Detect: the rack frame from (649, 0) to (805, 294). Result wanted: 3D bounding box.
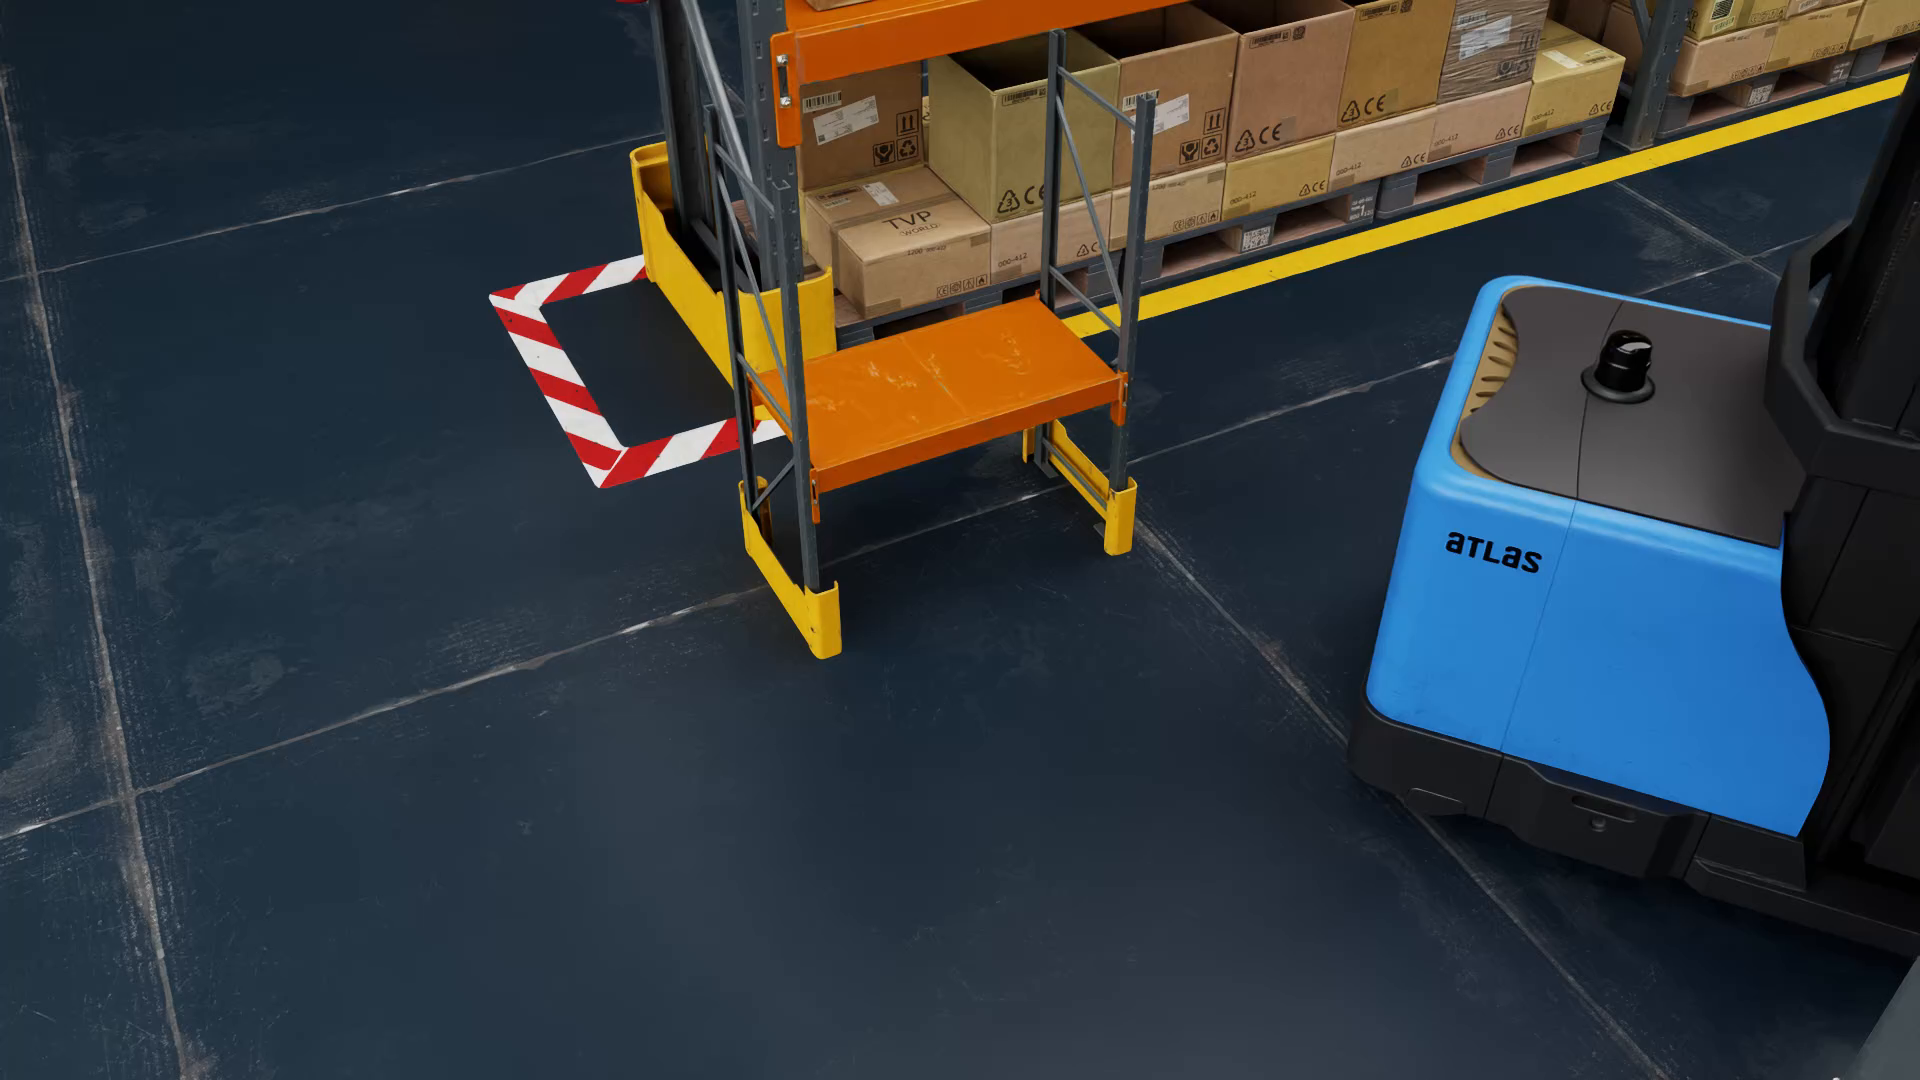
[{"bbox_3d":[-0.804,-1.935,5.214,0.127,3.000,1.000,-19,44,-21],"label":"rack frame"}]

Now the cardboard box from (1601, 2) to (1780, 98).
[{"bbox_3d":[3.216,-2.218,7.352,0.500,0.250,0.500,-20,44,-22],"label":"cardboard box"}]

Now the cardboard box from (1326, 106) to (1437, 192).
[{"bbox_3d":[1.549,-1.675,6.710,0.500,0.250,0.500,-19,44,-21],"label":"cardboard box"}]

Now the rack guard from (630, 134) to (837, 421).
[{"bbox_3d":[-0.825,-0.974,6.014,0.348,0.500,1.175,-19,44,-21],"label":"rack guard"}]

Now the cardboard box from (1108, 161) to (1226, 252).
[{"bbox_3d":[0.660,-1.379,6.360,0.500,0.250,0.500,-19,44,-21],"label":"cardboard box"}]

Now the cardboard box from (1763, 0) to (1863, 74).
[{"bbox_3d":[3.670,-2.370,7.531,0.500,0.250,0.500,-18,43,-20],"label":"cardboard box"}]

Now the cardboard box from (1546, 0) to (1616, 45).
[{"bbox_3d":[2.978,-2.530,7.720,0.500,0.250,0.500,-19,44,-21],"label":"cardboard box"}]

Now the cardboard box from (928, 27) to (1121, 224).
[{"bbox_3d":[0.217,-1.515,5.941,0.500,0.500,0.500,-19,44,-21],"label":"cardboard box"}]

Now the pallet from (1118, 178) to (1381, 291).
[{"bbox_3d":[0.936,-1.485,6.840,1.213,0.211,1.003,-19,44,-21],"label":"pallet"}]

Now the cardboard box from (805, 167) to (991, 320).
[{"bbox_3d":[-0.225,-1.079,6.006,0.500,0.250,0.500,-19,44,-21],"label":"cardboard box"}]

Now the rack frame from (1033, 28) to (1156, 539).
[{"bbox_3d":[0.375,-0.699,4.915,0.032,1.500,0.500,-19,44,-21],"label":"rack frame"}]

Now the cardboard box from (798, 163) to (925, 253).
[{"bbox_3d":[-0.464,-1.375,6.356,0.500,0.250,0.500,-19,44,-21],"label":"cardboard box"}]

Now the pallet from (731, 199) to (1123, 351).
[{"bbox_3d":[-0.145,-1.123,6.413,1.213,0.211,1.003,-19,44,-21],"label":"pallet"}]

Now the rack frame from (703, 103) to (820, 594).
[{"bbox_3d":[-0.527,-0.395,4.556,0.032,1.500,0.500,-19,44,-21],"label":"rack frame"}]

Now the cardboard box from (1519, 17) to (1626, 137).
[{"bbox_3d":[2.434,-1.976,7.066,0.500,0.250,0.500,-19,44,-21],"label":"cardboard box"}]

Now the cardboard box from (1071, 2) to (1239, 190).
[{"bbox_3d":[0.655,-1.672,6.126,0.500,0.500,0.500,-19,44,-21],"label":"cardboard box"}]

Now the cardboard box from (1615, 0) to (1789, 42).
[{"bbox_3d":[3.226,-2.434,7.173,0.500,0.311,0.500,-18,44,-20],"label":"cardboard box"}]

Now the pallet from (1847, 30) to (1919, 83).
[{"bbox_3d":[4.463,-2.674,8.245,1.213,0.211,1.003,-19,44,-21],"label":"pallet"}]

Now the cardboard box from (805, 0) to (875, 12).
[{"bbox_3d":[-0.384,-2.105,5.338,0.500,0.500,0.700,-19,44,-21],"label":"cardboard box"}]

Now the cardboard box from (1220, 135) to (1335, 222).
[{"bbox_3d":[1.106,-1.525,6.533,0.500,0.250,0.500,-19,44,-21],"label":"cardboard box"}]

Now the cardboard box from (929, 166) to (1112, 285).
[{"bbox_3d":[0.217,-1.230,6.184,0.500,0.250,0.500,-19,44,-21],"label":"cardboard box"}]

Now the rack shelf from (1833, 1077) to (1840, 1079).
[{"bbox_3d":[3.255,0.582,2.798,4.000,0.370,1.077,-19,44,-21],"label":"rack shelf"}]

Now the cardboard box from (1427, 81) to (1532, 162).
[{"bbox_3d":[1.986,-1.833,6.896,0.500,0.250,0.500,-19,44,-21],"label":"cardboard box"}]

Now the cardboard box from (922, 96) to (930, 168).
[{"bbox_3d":[-0.027,-1.531,6.541,0.500,0.250,0.500,-19,44,-21],"label":"cardboard box"}]

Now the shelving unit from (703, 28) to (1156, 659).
[{"bbox_3d":[-0.068,-0.550,4.739,1.083,1.500,0.587,-19,44,-21],"label":"shelving unit"}]

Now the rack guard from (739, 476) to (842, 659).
[{"bbox_3d":[-0.509,0.076,4.967,0.087,0.250,0.587,-19,44,-21],"label":"rack guard"}]

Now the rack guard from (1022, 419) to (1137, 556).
[{"bbox_3d":[0.374,-0.221,5.318,0.087,0.250,0.587,-19,44,-21],"label":"rack guard"}]

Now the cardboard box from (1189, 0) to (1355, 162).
[{"bbox_3d":[1.106,-1.811,6.290,0.500,0.500,0.500,-19,44,-21],"label":"cardboard box"}]

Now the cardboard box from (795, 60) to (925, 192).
[{"bbox_3d":[-0.465,-1.663,6.115,0.500,0.500,0.500,-19,44,-21],"label":"cardboard box"}]

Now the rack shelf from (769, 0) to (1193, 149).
[{"bbox_3d":[0.970,-2.257,6.152,4.000,0.370,1.077,-19,44,-21],"label":"rack shelf"}]

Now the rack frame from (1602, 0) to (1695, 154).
[{"bbox_3d":[2.744,-3.129,6.625,0.127,3.000,1.000,-19,44,-21],"label":"rack frame"}]

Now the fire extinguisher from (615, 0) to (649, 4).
[{"bbox_3d":[-1.123,-2.137,5.512,0.183,0.674,0.296,-19,44,-21],"label":"fire extinguisher"}]

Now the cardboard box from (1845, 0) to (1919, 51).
[{"bbox_3d":[4.128,-2.526,7.716,0.500,0.250,0.500,-20,44,-22],"label":"cardboard box"}]

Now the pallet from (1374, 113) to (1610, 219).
[{"bbox_3d":[2.019,-1.851,7.274,1.213,0.211,1.003,-19,44,-21],"label":"pallet"}]

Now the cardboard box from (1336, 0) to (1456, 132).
[{"bbox_3d":[1.543,-1.968,6.476,0.500,0.500,0.500,-19,44,-21],"label":"cardboard box"}]

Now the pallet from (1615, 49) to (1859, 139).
[{"bbox_3d":[3.379,-2.307,7.812,1.213,0.211,1.003,-19,44,-21],"label":"pallet"}]

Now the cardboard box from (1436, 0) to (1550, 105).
[{"bbox_3d":[1.985,-2.120,6.655,0.500,0.500,0.500,-19,44,-21],"label":"cardboard box"}]

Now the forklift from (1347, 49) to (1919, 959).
[{"bbox_3d":[2.600,-0.364,3.411,3.031,2.935,1.130,16,43,18],"label":"forklift"}]

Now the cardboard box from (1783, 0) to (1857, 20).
[{"bbox_3d":[3.672,-2.581,7.346,0.500,0.311,0.500,-19,44,-21],"label":"cardboard box"}]

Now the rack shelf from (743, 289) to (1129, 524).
[{"bbox_3d":[-0.076,-0.410,4.852,1.000,0.185,0.538,-19,44,-21],"label":"rack shelf"}]
